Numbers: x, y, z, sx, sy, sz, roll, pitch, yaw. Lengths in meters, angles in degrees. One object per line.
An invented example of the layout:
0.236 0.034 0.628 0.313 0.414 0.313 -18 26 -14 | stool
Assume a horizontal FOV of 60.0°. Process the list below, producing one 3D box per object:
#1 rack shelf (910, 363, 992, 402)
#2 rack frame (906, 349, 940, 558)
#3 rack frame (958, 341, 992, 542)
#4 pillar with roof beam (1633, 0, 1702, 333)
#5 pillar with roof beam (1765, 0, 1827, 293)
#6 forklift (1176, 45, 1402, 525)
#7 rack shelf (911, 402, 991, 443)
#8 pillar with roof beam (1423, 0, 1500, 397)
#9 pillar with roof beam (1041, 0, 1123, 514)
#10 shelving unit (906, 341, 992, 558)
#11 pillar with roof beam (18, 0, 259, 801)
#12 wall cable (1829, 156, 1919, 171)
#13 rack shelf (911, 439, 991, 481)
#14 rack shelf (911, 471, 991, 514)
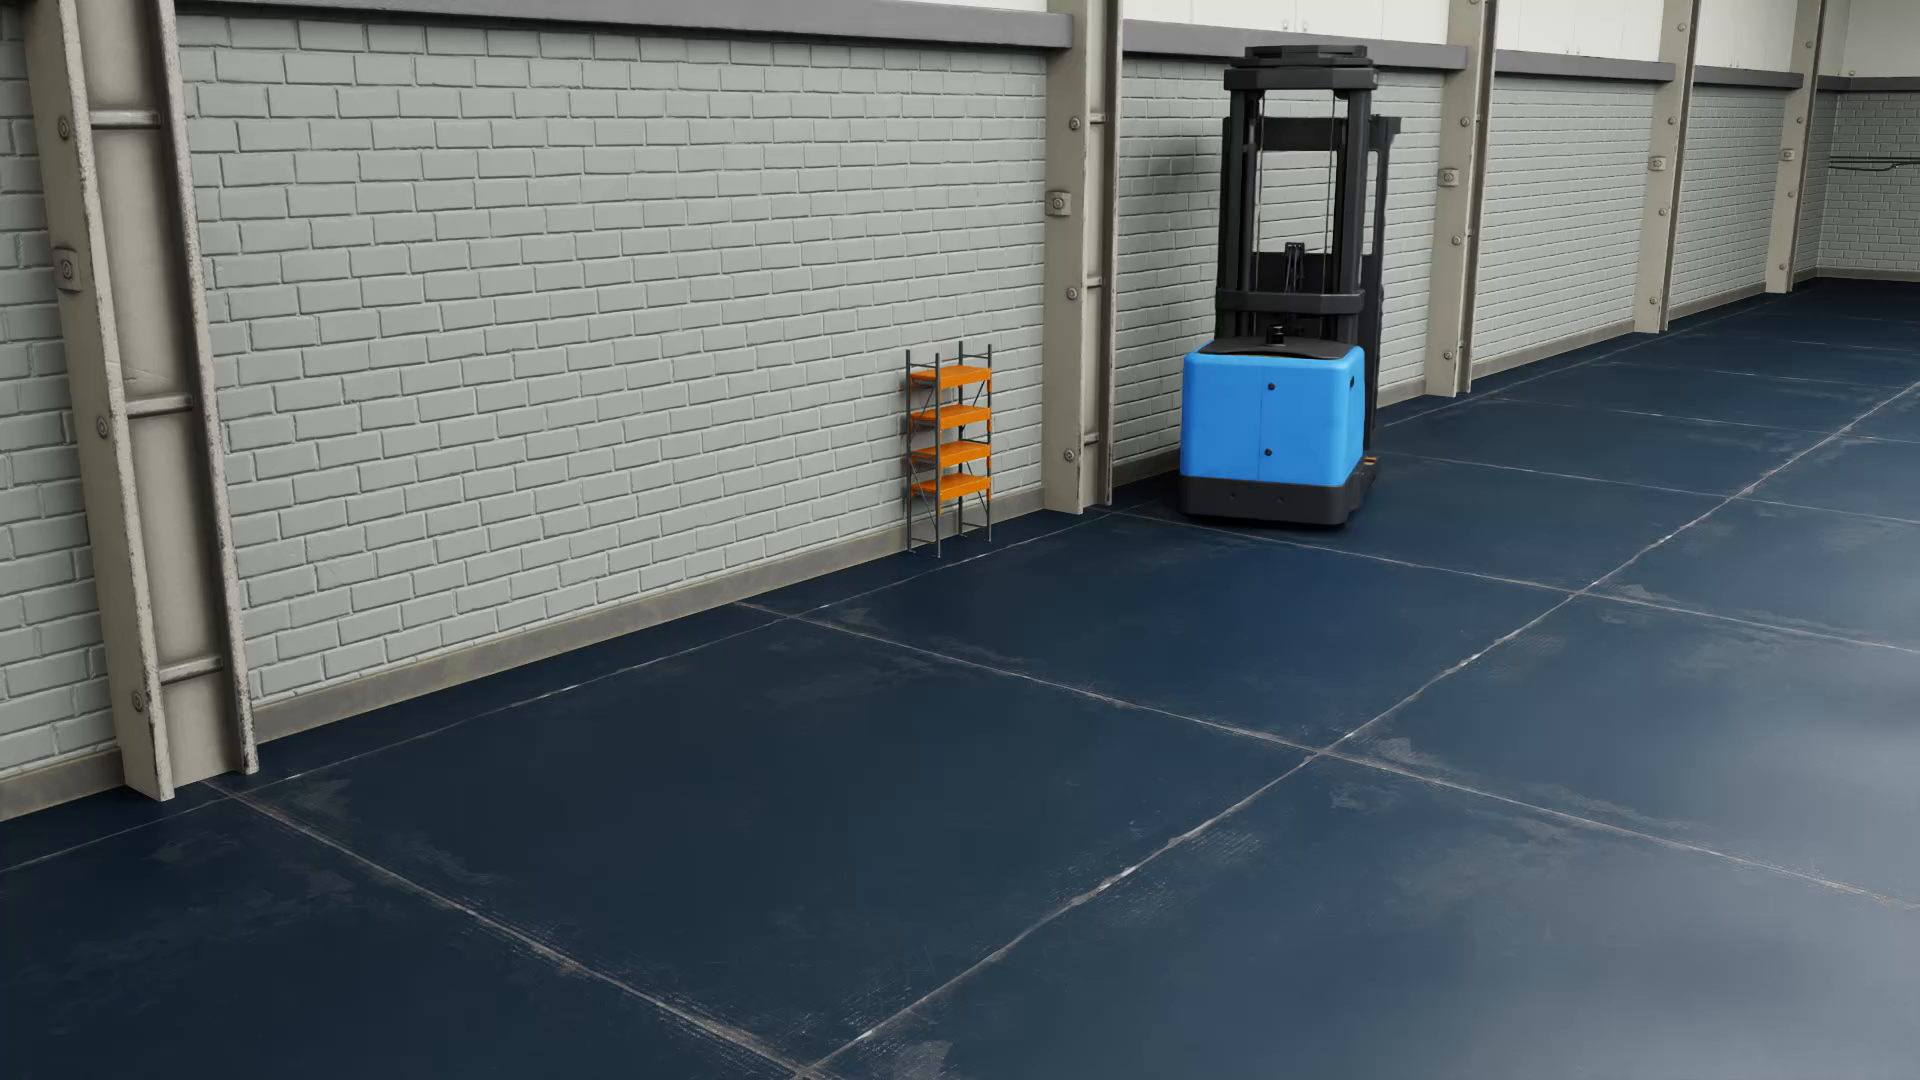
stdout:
-0.062 -0.923 9.722 0.258 0.148 0.480 11 18 37 | rack shelf
-0.214 -0.495 9.634 0.240 1.200 0.015 11 18 37 | rack frame
0.089 -0.589 10.004 0.240 1.200 0.015 11 18 37 | rack frame
11.661 -6.220 16.331 9.100 9.000 0.400 11 18 38 | pillar with roof beam
15.432 -7.369 20.854 9.100 9.000 0.400 11 18 38 | pillar with roof beam
2.356 -1.831 11.379 1.130 2.935 3.031 5 15 19 | forklift
-0.062 -0.694 9.781 0.258 0.148 0.480 11 18 37 | rack shelf
7.890 -5.071 11.807 9.100 9.000 0.400 11 18 38 | pillar with roof beam
4.119 -3.922 7.284 9.100 9.000 0.400 11 18 38 | pillar with roof beam
-0.062 -0.542 9.819 0.258 1.200 0.503 11 18 37 | shelving unit
0.348 -2.773 2.761 9.100 9.000 0.400 11 18 38 | pillar with roof beam
14.964 -6.890 25.274 3.097 2.526 0.112 11 18 38 | wall cable
-0.062 -0.477 9.836 0.258 0.148 0.480 11 18 37 | rack shelf
-0.062 -0.285 9.885 0.258 0.148 0.480 11 18 37 | rack shelf
